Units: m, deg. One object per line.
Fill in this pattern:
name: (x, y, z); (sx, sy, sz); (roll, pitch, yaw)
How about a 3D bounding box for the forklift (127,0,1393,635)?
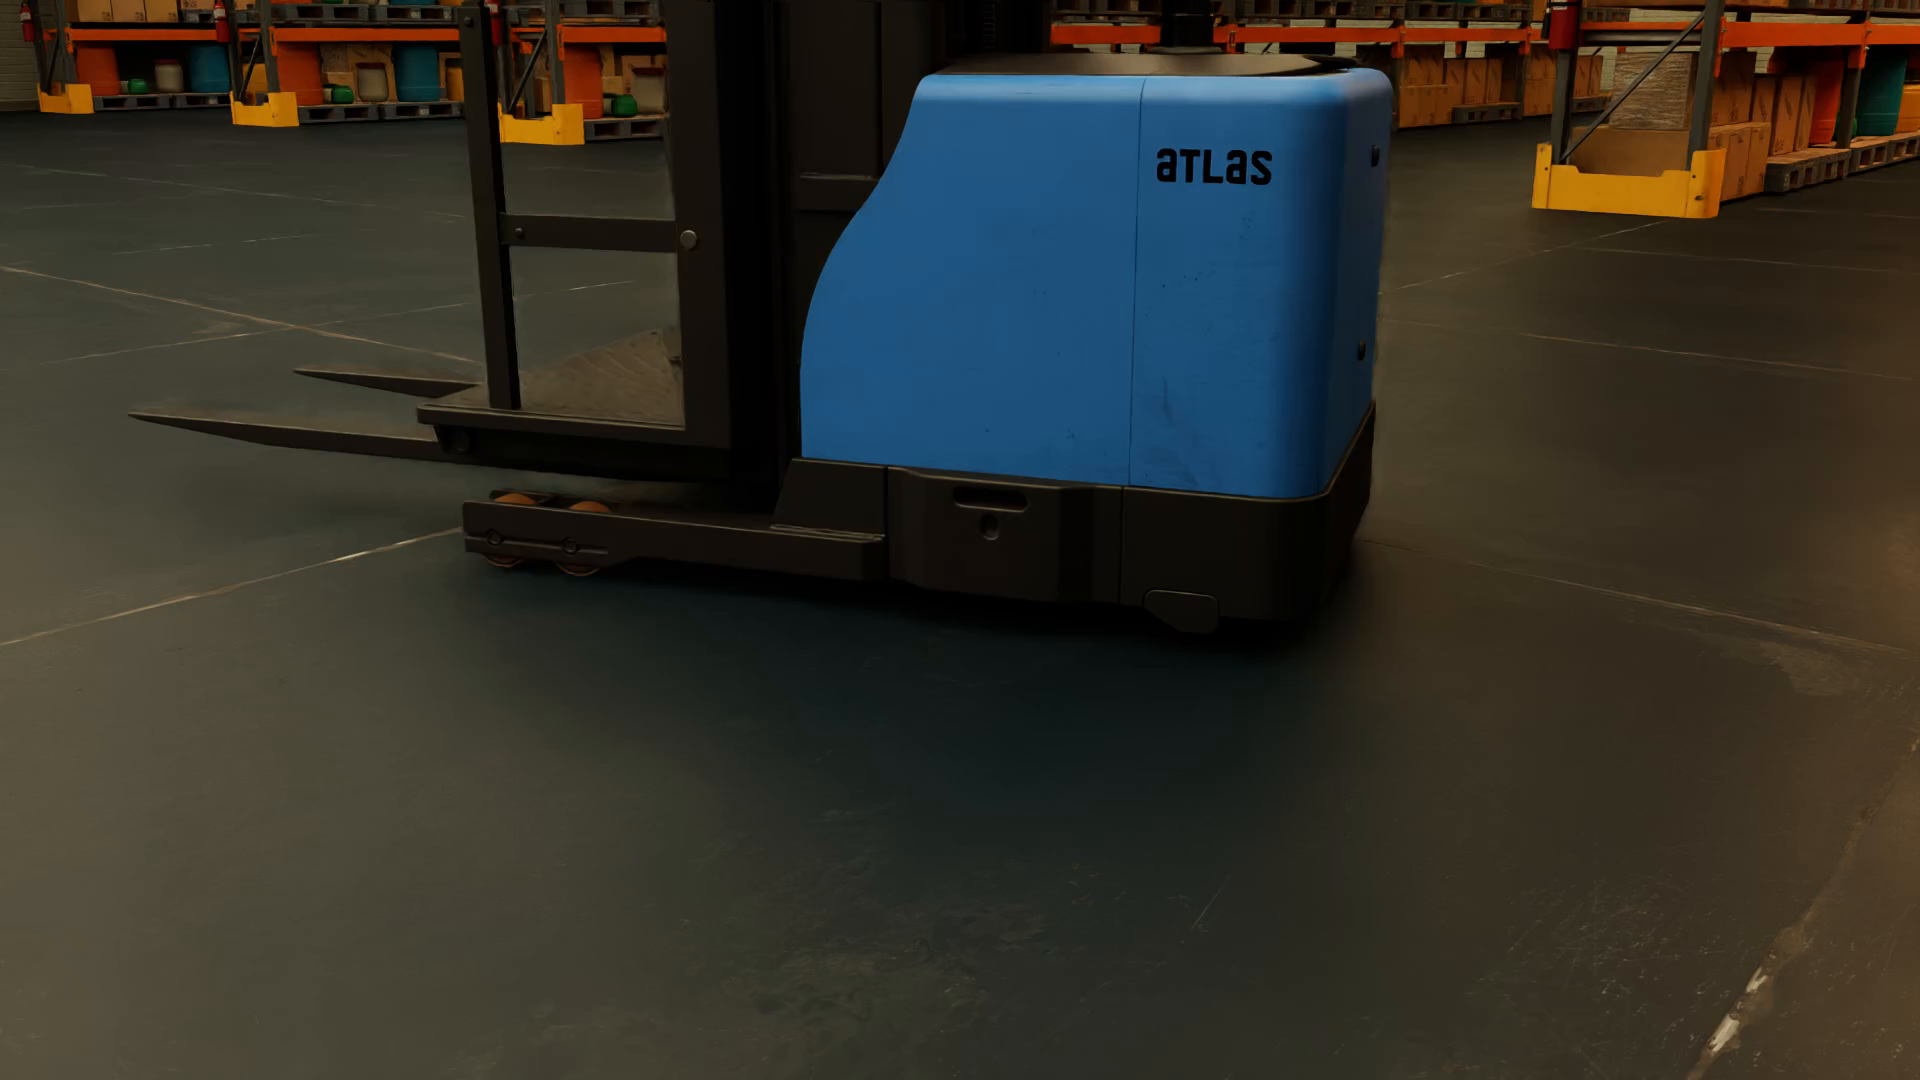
forklift: (-0.586, -1.458, 3.698); (3.031, 2.935, 1.130); (6, 18, 18)
